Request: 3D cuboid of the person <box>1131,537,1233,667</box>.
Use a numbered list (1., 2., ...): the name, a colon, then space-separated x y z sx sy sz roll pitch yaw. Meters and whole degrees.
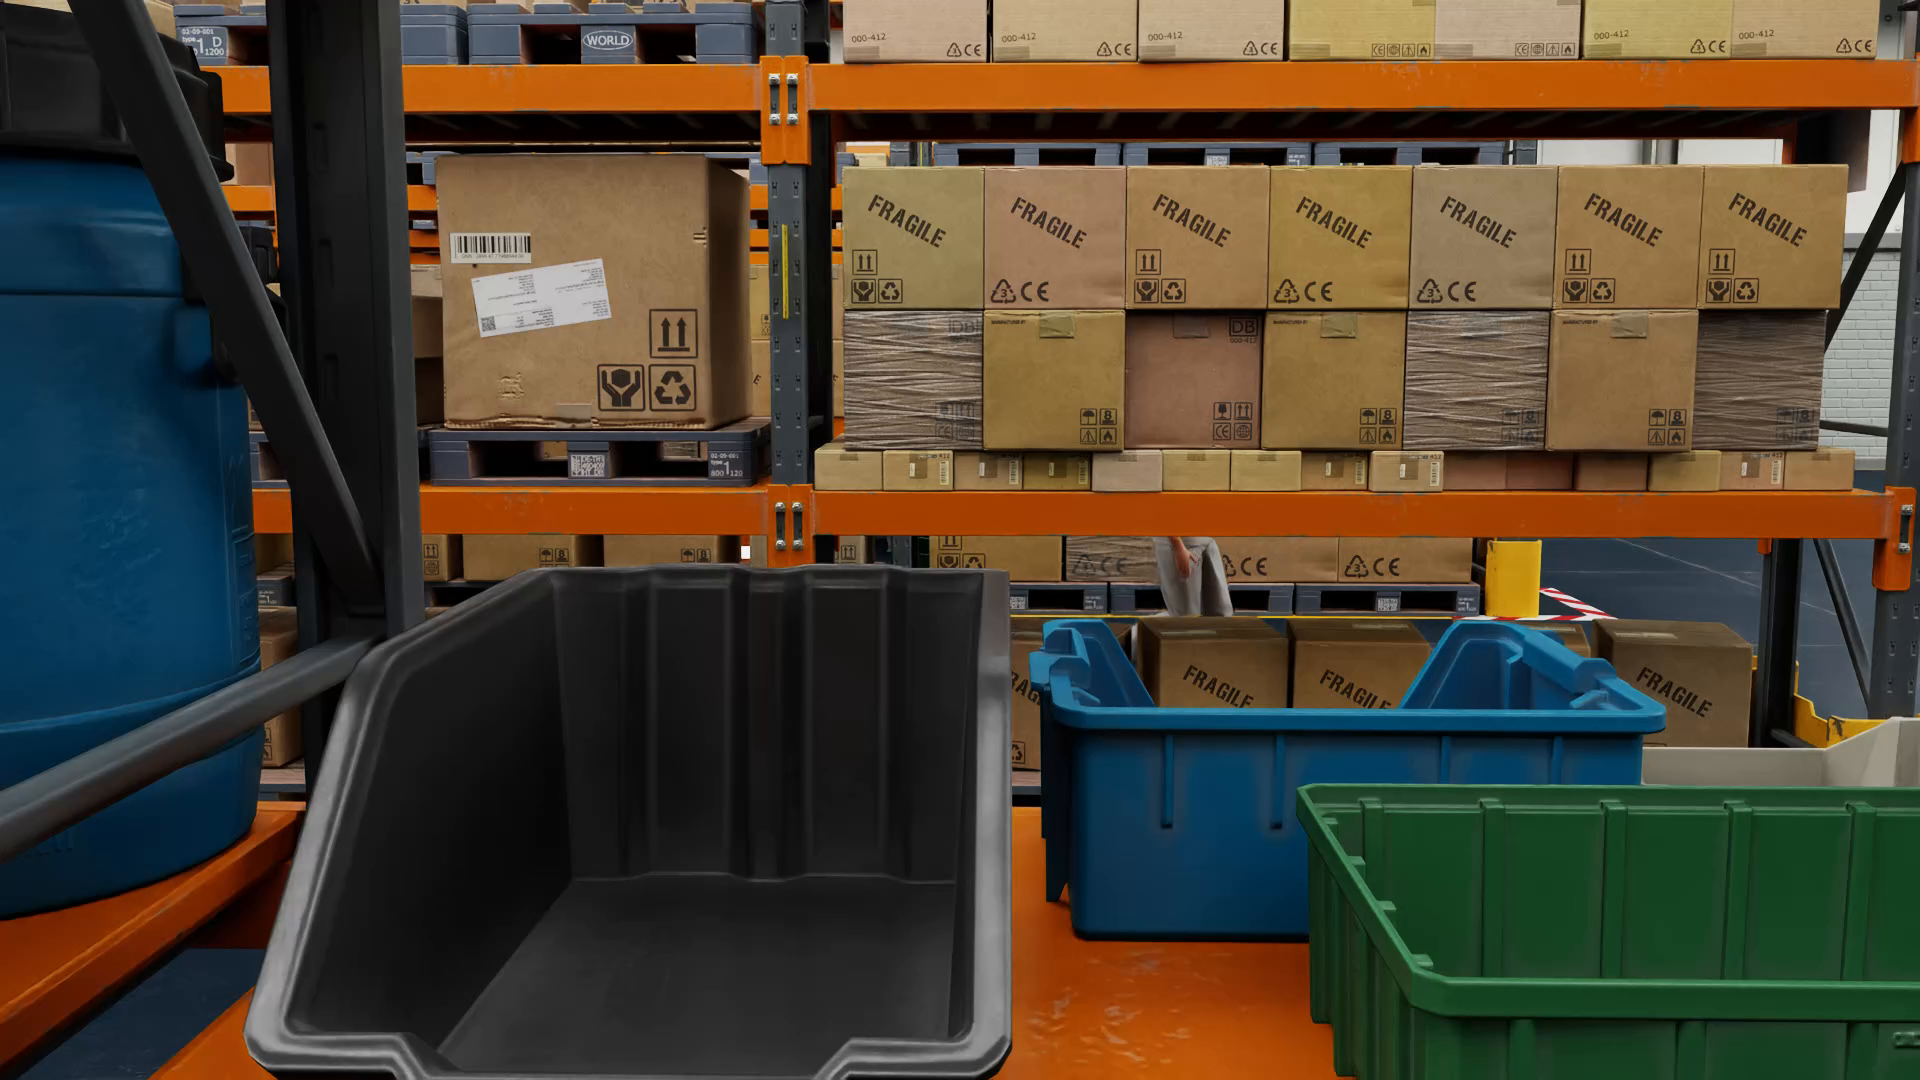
1. person: 1.064 0.021 8.111 0.769 1.646 0.457 5 9 34
